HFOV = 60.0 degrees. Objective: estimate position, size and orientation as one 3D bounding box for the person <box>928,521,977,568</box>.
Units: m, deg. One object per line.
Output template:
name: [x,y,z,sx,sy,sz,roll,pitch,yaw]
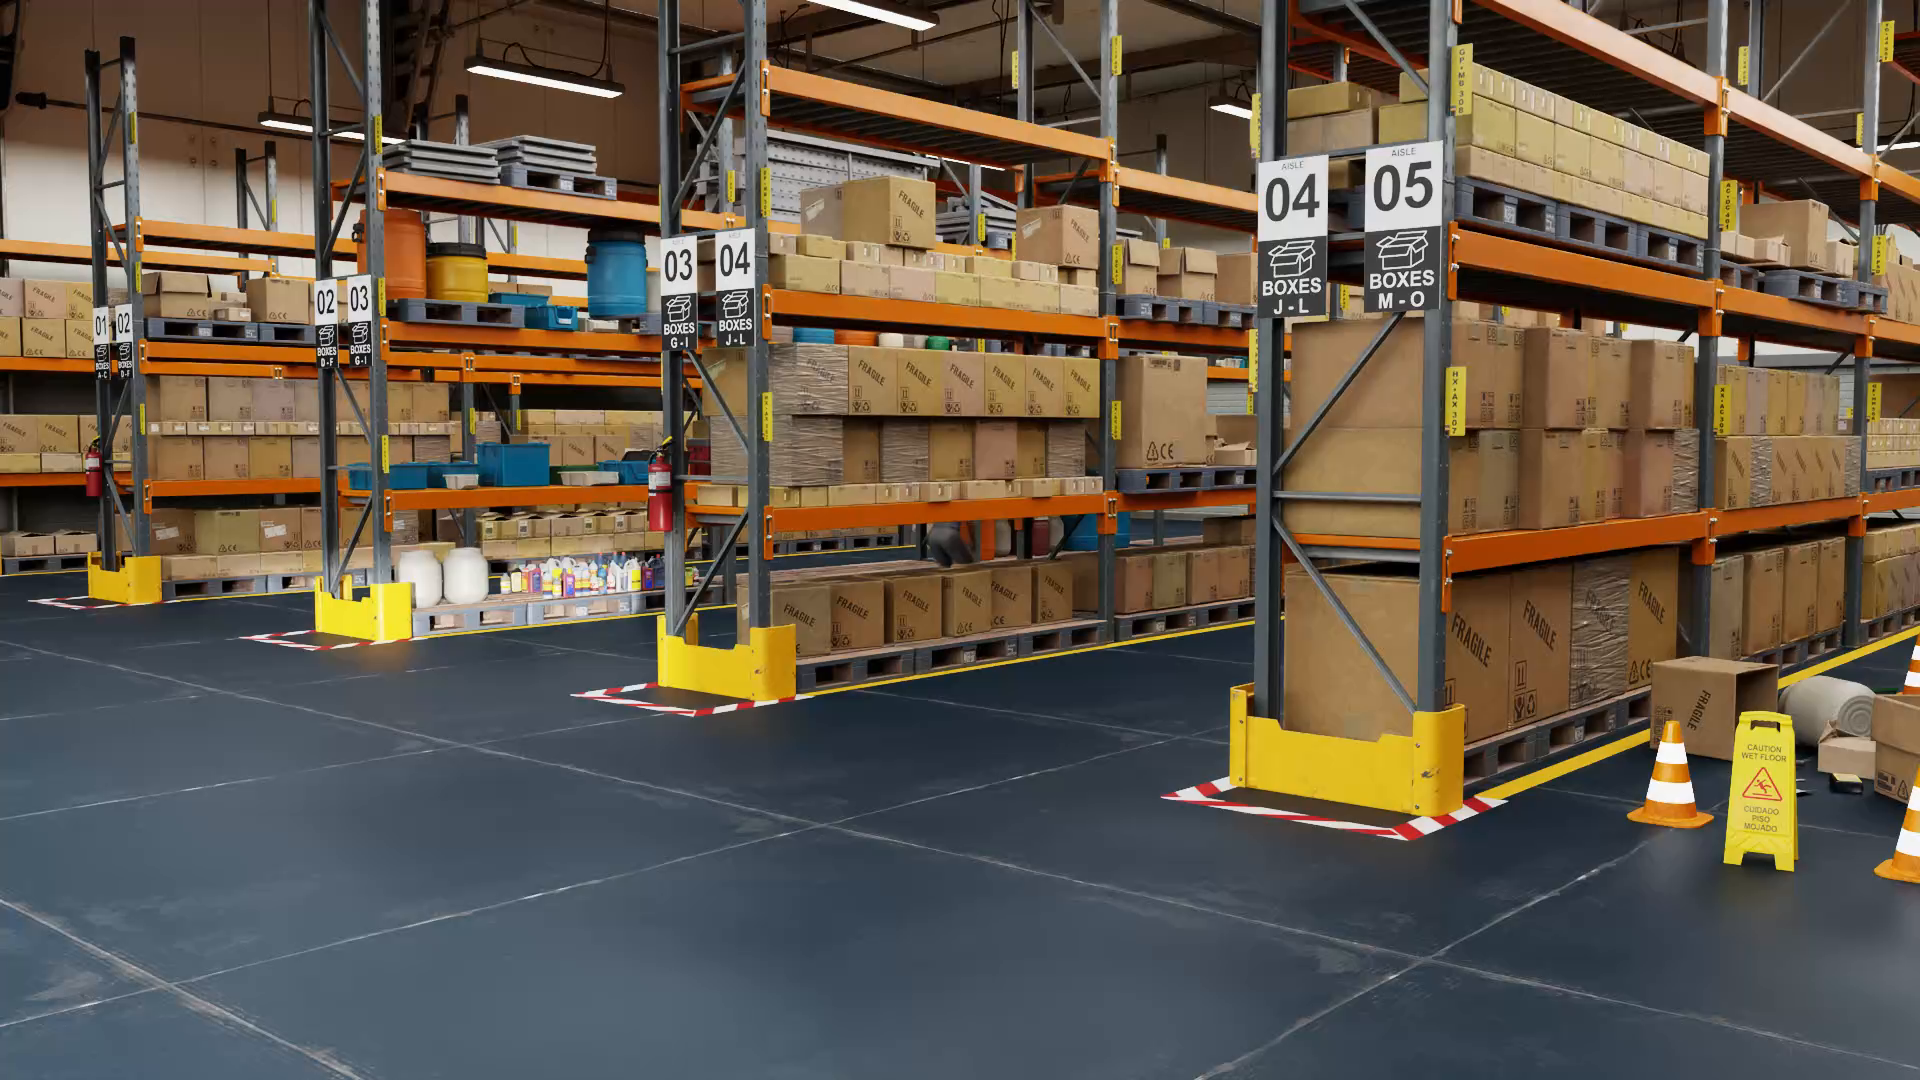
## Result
person: [-0.087,0.006,17.236,0.492,1.442,0.576,3,5,41]
